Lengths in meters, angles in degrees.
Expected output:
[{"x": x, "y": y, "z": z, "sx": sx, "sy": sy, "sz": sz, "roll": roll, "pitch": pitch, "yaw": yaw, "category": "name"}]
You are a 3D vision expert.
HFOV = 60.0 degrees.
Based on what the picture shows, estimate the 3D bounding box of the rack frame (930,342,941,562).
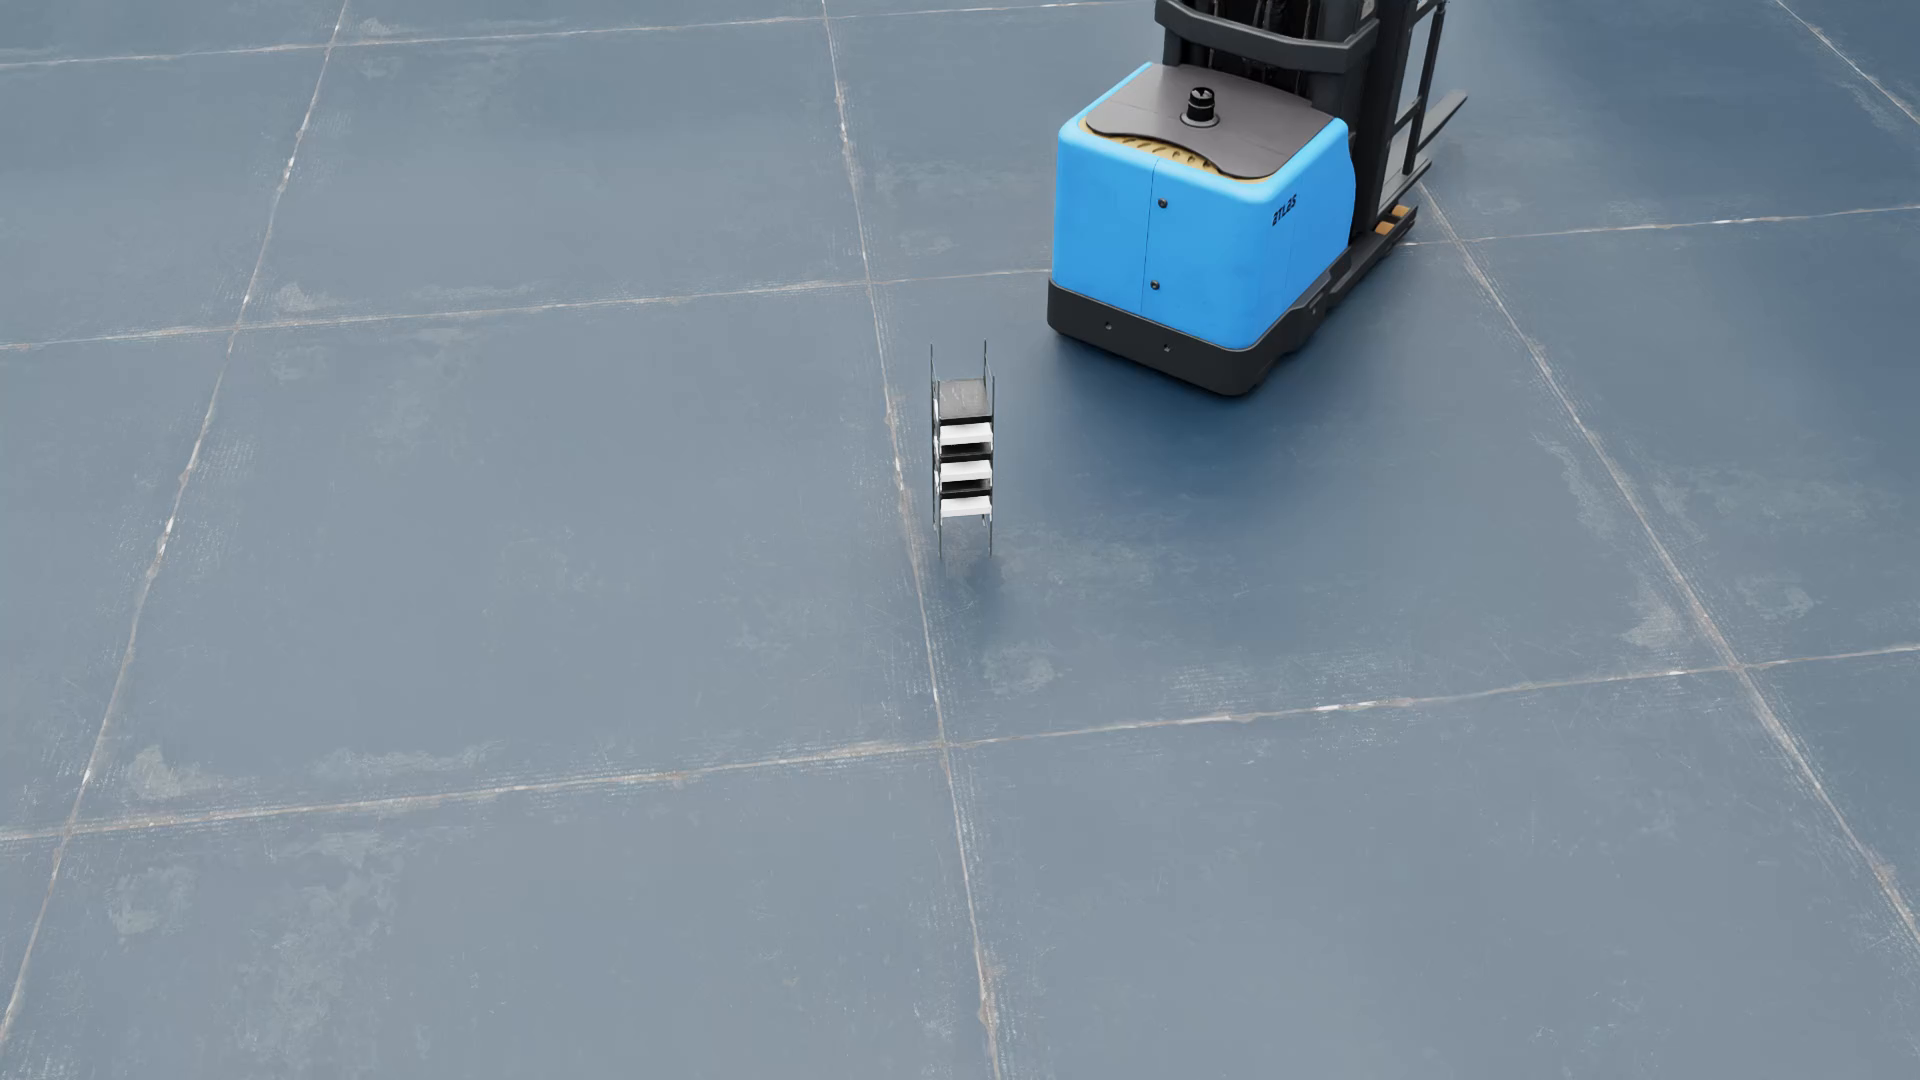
[{"x": -0.093, "y": -0.326, "z": 6.440, "sx": 0.006, "sy": 0.900, "sz": 0.240, "roll": -5, "pitch": 42, "yaw": -6, "category": "rack frame"}]

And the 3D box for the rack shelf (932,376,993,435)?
[{"x": 0.008, "y": -0.511, "z": 6.291, "sx": 0.200, "sy": 0.077, "sz": 0.258, "roll": -5, "pitch": 42, "yaw": -6, "category": "rack shelf"}]

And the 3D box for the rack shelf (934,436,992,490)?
[{"x": 0.008, "y": -0.310, "z": 6.472, "sx": 0.200, "sy": 0.077, "sz": 0.258, "roll": -5, "pitch": 42, "yaw": -6, "category": "rack shelf"}]

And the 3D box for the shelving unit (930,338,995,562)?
[{"x": 0.008, "y": -0.335, "z": 6.449, "sx": 0.210, "sy": 0.900, "sz": 0.258, "roll": -5, "pitch": 42, "yaw": -6, "category": "shelving unit"}]

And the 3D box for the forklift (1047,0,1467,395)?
[{"x": 1.657, "y": -2.680, "z": 7.533, "sx": 1.130, "sy": 2.935, "sz": 3.031, "roll": 25, "pitch": 48, "yaw": 25, "category": "forklift"}]

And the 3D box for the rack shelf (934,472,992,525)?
[{"x": 0.008, "y": -0.176, "z": 6.592, "sx": 0.200, "sy": 0.077, "sz": 0.258, "roll": -5, "pitch": 42, "yaw": -6, "category": "rack shelf"}]

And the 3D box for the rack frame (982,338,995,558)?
[{"x": 0.109, "y": -0.344, "z": 6.459, "sx": 0.006, "sy": 0.900, "sz": 0.240, "roll": -5, "pitch": 42, "yaw": -6, "category": "rack frame"}]

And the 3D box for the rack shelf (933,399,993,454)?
[{"x": 0.008, "y": -0.444, "z": 6.351, "sx": 0.200, "sy": 0.077, "sz": 0.258, "roll": -5, "pitch": 42, "yaw": -6, "category": "rack shelf"}]

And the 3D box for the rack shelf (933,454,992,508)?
[{"x": 0.008, "y": -0.243, "z": 6.532, "sx": 0.200, "sy": 0.077, "sz": 0.258, "roll": -5, "pitch": 42, "yaw": -6, "category": "rack shelf"}]

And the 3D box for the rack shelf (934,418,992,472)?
[{"x": 0.008, "y": -0.377, "z": 6.411, "sx": 0.200, "sy": 0.077, "sz": 0.258, "roll": -5, "pitch": 42, "yaw": -6, "category": "rack shelf"}]
